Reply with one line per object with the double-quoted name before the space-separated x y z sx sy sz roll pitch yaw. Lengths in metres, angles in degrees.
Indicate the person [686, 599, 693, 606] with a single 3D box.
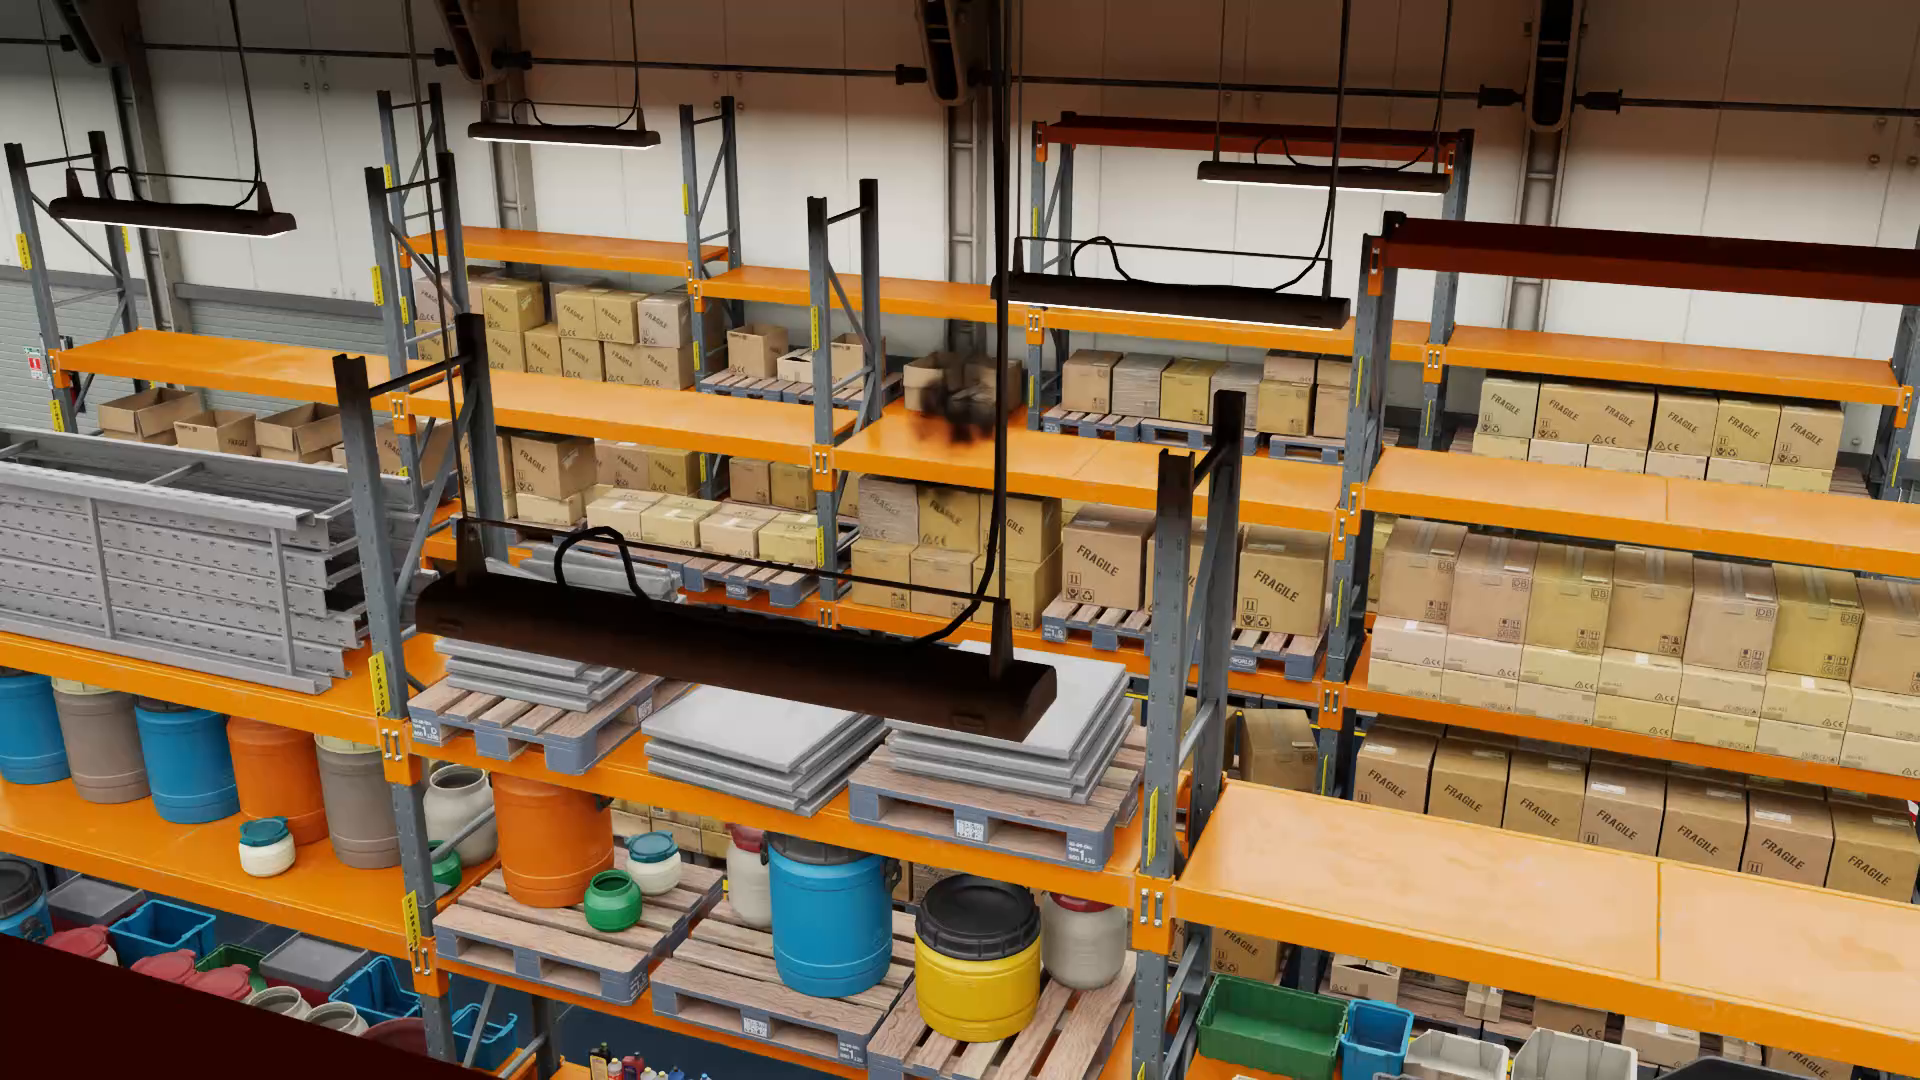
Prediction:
"person" -2.989 0.884 17.664 0.913 1.643 0.602 4 21 10
